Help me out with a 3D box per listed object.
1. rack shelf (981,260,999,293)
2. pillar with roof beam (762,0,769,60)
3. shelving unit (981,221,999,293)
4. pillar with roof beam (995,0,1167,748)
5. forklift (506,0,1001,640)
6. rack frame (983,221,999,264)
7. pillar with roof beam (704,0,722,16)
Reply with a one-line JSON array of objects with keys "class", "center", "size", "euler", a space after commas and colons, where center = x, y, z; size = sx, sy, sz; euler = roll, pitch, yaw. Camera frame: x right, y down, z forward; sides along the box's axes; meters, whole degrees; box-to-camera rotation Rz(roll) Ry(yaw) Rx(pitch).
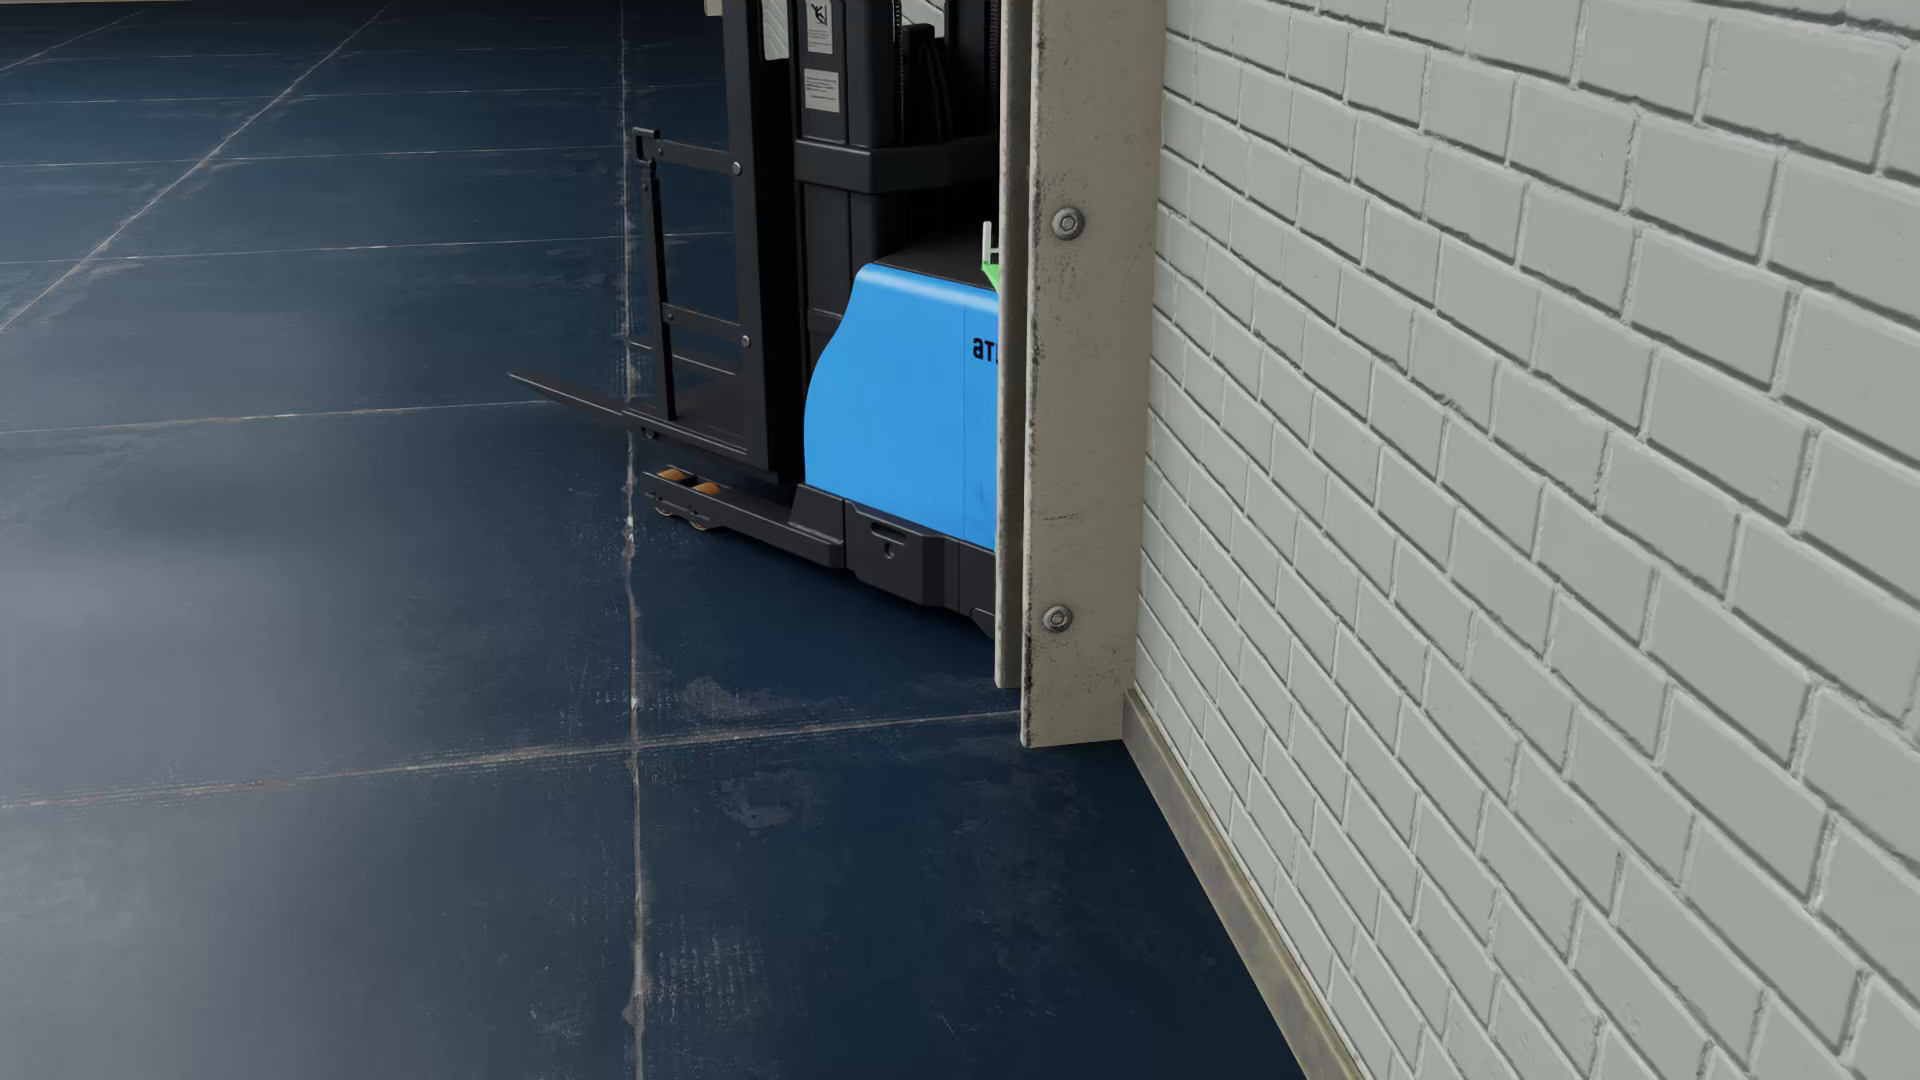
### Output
[{"class": "rack shelf", "center": [0.229, -0.648, 4.653], "size": [0.258, 0.148, 0.480], "euler": [-4, 26, -10]}, {"class": "pillar with roof beam", "center": [-6.162, -8.055, 12.950], "size": [9.100, 9.000, 0.400], "euler": [-4, 24, -10]}, {"class": "shelving unit", "center": [0.220, -0.273, 4.831], "size": [0.258, 1.200, 0.503], "euler": [-4, 26, -10]}, {"class": "pillar with roof beam", "center": [-3.943, -3.335, 2.143], "size": [9.100, 9.000, 0.400], "euler": [-4, 24, -10]}, {"class": "forklift", "center": [-0.497, -1.514, 5.555], "size": [3.031, 2.935, 1.130], "euler": [20, 30, 38]}, {"class": "rack frame", "center": [0.173, -0.377, 5.047], "size": [0.240, 1.200, 0.015], "euler": [-4, 26, -10]}, {"class": "pillar with roof beam", "center": [-7.271, -10.415, 18.354], "size": [9.100, 9.000, 0.400], "euler": [-4, 24, -10]}]
